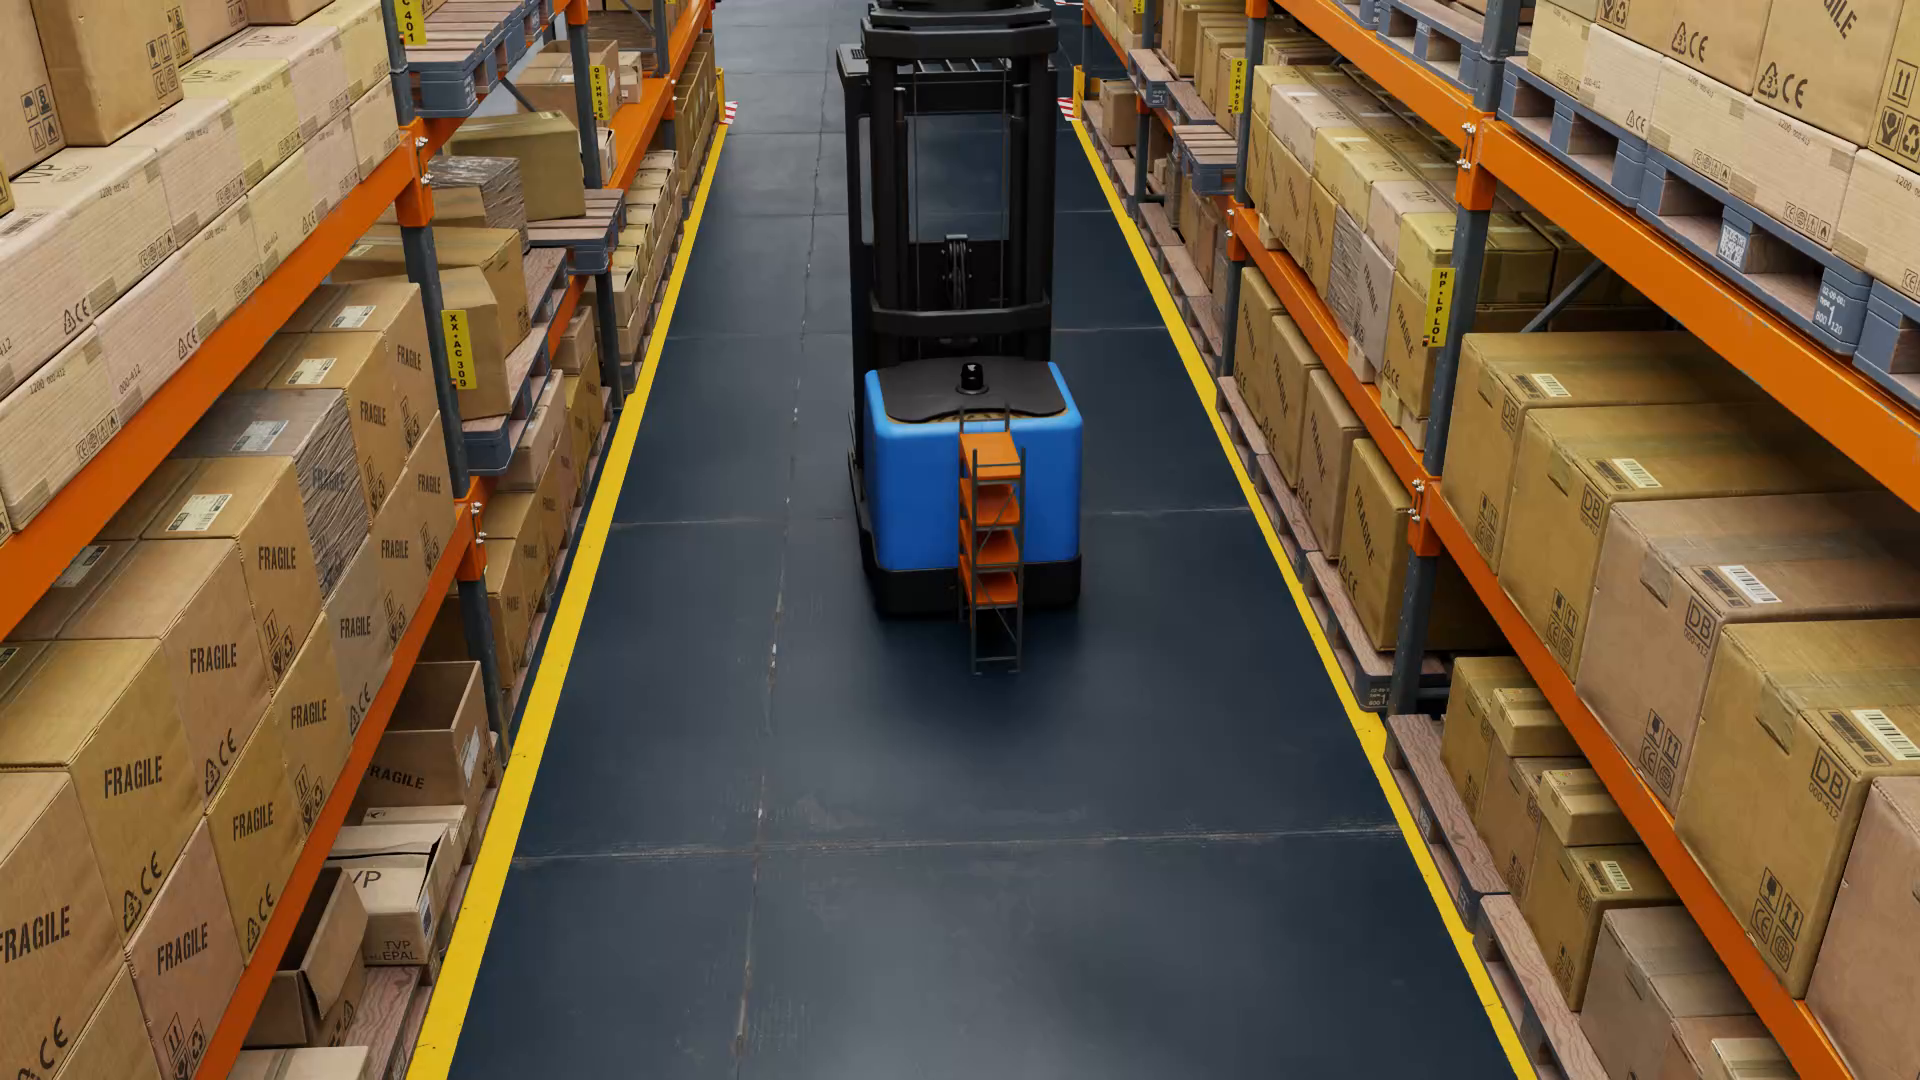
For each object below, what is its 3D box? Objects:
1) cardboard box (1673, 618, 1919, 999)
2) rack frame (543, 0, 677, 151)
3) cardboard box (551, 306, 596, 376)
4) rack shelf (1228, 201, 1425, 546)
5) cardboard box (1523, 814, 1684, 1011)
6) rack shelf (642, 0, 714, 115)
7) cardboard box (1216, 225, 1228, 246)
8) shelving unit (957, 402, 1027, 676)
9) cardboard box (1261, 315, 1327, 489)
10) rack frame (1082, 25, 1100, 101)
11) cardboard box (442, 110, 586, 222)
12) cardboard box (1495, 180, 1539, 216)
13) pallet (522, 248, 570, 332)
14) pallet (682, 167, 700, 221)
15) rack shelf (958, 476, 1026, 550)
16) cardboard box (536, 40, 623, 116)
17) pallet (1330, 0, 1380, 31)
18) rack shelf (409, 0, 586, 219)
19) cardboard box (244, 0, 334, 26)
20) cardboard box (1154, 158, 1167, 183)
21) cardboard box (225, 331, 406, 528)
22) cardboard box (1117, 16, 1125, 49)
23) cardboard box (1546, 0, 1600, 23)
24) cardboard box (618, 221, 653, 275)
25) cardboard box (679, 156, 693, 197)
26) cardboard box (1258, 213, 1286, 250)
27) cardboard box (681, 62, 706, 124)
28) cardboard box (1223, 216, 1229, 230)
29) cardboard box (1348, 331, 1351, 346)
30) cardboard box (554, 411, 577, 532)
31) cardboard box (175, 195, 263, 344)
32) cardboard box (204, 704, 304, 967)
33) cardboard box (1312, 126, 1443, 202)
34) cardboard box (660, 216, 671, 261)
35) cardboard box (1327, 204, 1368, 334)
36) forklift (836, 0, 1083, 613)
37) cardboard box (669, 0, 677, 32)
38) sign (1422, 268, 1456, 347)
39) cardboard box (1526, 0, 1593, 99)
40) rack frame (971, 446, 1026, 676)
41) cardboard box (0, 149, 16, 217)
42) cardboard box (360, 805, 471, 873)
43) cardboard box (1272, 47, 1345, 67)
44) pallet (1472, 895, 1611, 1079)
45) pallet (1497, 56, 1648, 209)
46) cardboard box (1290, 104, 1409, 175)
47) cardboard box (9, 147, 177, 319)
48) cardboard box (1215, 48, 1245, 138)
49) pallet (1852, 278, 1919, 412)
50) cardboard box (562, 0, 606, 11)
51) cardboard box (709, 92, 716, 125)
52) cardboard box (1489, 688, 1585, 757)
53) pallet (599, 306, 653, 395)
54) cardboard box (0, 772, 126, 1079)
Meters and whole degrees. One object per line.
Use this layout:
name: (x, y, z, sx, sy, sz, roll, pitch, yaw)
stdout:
cardboard box: (2.570, 0.681, 4.376, 0.980, 0.700, 0.700, -2, 28, -3)
rack frame: (-2.918, -4.035, 13.743, 1.000, 3.000, 0.127, -1, 28, -3)
cardboard box: (-2.419, -1.155, 9.637, 0.500, 0.250, 0.500, 0, 28, -1)
rack shelf: (2.342, -1.067, 8.830, 1.077, 0.370, 4.000, -1, 28, -3)
cardboard box: (2.431, 1.277, 5.807, 0.700, 0.500, 0.500, -1, 28, -1)
rack shelf: (-3.022, -4.640, 15.680, 1.077, 0.370, 4.000, -1, 28, -3)
cardboard box: (2.237, -1.968, 12.007, 0.700, 0.500, 0.500, -1, 28, -3)
shelving unit: (0.145, 0.000, 7.943, 0.258, 1.200, 0.503, -3, 29, -6)
cardboard box: (2.185, -0.795, 9.401, 0.750, 0.750, 0.750, -2, 28, -3)
rack frame: (1.820, -6.004, 17.518, 1.000, 3.000, 0.127, -1, 28, -3)
cardboard box: (-2.564, -2.130, 9.529, 0.700, 0.500, 0.500, -11, 29, -20)
cardboard box: (2.649, -1.440, 7.505, 0.500, 0.250, 0.500, -1, 28, -2)
pallet: (-2.603, -1.205, 8.524, 1.003, 0.211, 1.213, -1, 28, -3)
pallet: (-2.918, -3.167, 15.094, 1.003, 0.211, 1.213, -1, 28, -3)
rack shelf: (0.145, -0.138, 7.868, 0.258, 0.148, 0.480, -3, 29, -6)
cardboard box: (-2.867, -3.481, 12.573, 0.500, 0.500, 0.500, 1, 28, 1)
pallet: (2.386, -2.743, 8.226, 1.003, 0.211, 1.213, 0, 28, 0)
rack shelf: (-2.605, -2.275, 7.903, 1.077, 0.370, 4.000, -1, 28, -3)
cardboard box: (-2.437, -1.935, 5.283, 0.700, 0.500, 0.500, -1, 28, -3)
cardboard box: (1.971, -3.342, 15.002, 0.380, 0.166, 0.250, -5, 28, -9)
cardboard box: (-2.186, -0.365, 5.516, 0.500, 0.500, 0.500, -2, 28, -4)
cardboard box: (1.684, -4.541, 14.853, 0.500, 0.250, 0.500, -1, 28, -2)
cardboard box: (2.204, -1.953, 5.295, 0.500, 0.500, 0.500, -2, 28, -3)
cardboard box: (-2.503, -2.131, 12.004, 0.500, 0.311, 0.500, -2, 28, -4)
cardboard box: (-2.639, -3.224, 14.707, 0.500, 0.250, 0.500, -1, 28, -3)
cardboard box: (1.957, -1.808, 9.723, 0.380, 0.149, 0.250, -1, 28, -1)
cardboard box: (-2.710, -4.249, 15.862, 0.500, 0.500, 0.500, -1, 28, -3)
cardboard box: (2.181, -2.325, 11.880, 0.500, 0.250, 0.500, -1, 28, -2)
cardboard box: (2.122, -0.981, 8.136, 0.380, 0.149, 0.250, -1, 28, -3)
cardboard box: (-2.365, -0.367, 8.938, 0.500, 0.500, 0.500, -2, 28, -5)
cardboard box: (-2.138, -0.693, 4.254, 0.500, 0.250, 0.500, -1, 28, -3)
cardboard box: (-2.107, 0.781, 4.401, 0.500, 0.500, 0.500, -1, 28, -3)
cardboard box: (2.096, -1.896, 8.380, 0.500, 0.250, 0.500, -2, 28, -4)
cardboard box: (-2.555, -2.348, 13.027, 0.500, 0.250, 0.500, -1, 28, -2)
cardboard box: (2.117, -1.322, 8.089, 0.500, 0.500, 0.500, -1, 28, -3)
forklift: (-0.077, -1.586, 9.122, 1.130, 2.935, 3.031, -3, 28, -6)
cardboard box: (-3.032, -4.996, 15.477, 0.700, 0.500, 0.500, -1, 28, -1)
sign: (1.905, -0.923, 6.609, 0.100, 0.325, 0.005, -1, 28, -3)
cardboard box: (2.219, -1.631, 5.489, 0.500, 0.250, 0.500, -1, 28, -3)
rack frame: (0.174, 0.116, 7.730, 0.240, 1.200, 0.015, -3, 29, -6)
cardboard box: (-2.276, -0.781, 3.071, 0.700, 0.500, 0.500, -1, 28, -3)
cardboard box: (-2.108, 1.156, 6.397, 0.380, 0.149, 0.250, -1, 28, -3)
cardboard box: (2.190, -2.995, 10.463, 0.380, 0.149, 0.250, -5, 28, -9)
pallet: (2.475, 1.692, 5.777, 1.003, 0.211, 1.213, -1, 28, -3)
pallet: (2.479, -1.375, 5.494, 1.003, 0.211, 1.213, -1, 28, -3)
cardboard box: (2.063, -2.132, 8.832, 0.500, 0.250, 0.500, -1, 28, -2)
cardboard box: (-2.110, -0.684, 3.696, 0.500, 0.250, 0.500, -1, 28, -3)
cardboard box: (2.147, -3.023, 11.218, 0.700, 0.500, 0.500, -4, 28, -7)
pallet: (2.606, -0.248, 3.334, 1.003, 0.211, 1.213, -1, 28, -3)
cardboard box: (-3.146, -4.488, 13.801, 0.380, 0.149, 0.250, -1, 28, -3)
cardboard box: (-2.766, -4.378, 16.920, 0.500, 0.250, 0.500, -1, 28, -3)
cardboard box: (2.219, 0.683, 6.245, 0.380, 0.149, 0.250, 0, 28, -1)
pallet: (-2.713, -1.333, 11.577, 1.003, 0.211, 1.213, -1, 28, -3)
cardboard box: (-2.051, 0.808, 3.269, 0.500, 0.500, 0.500, -1, 28, -1)
